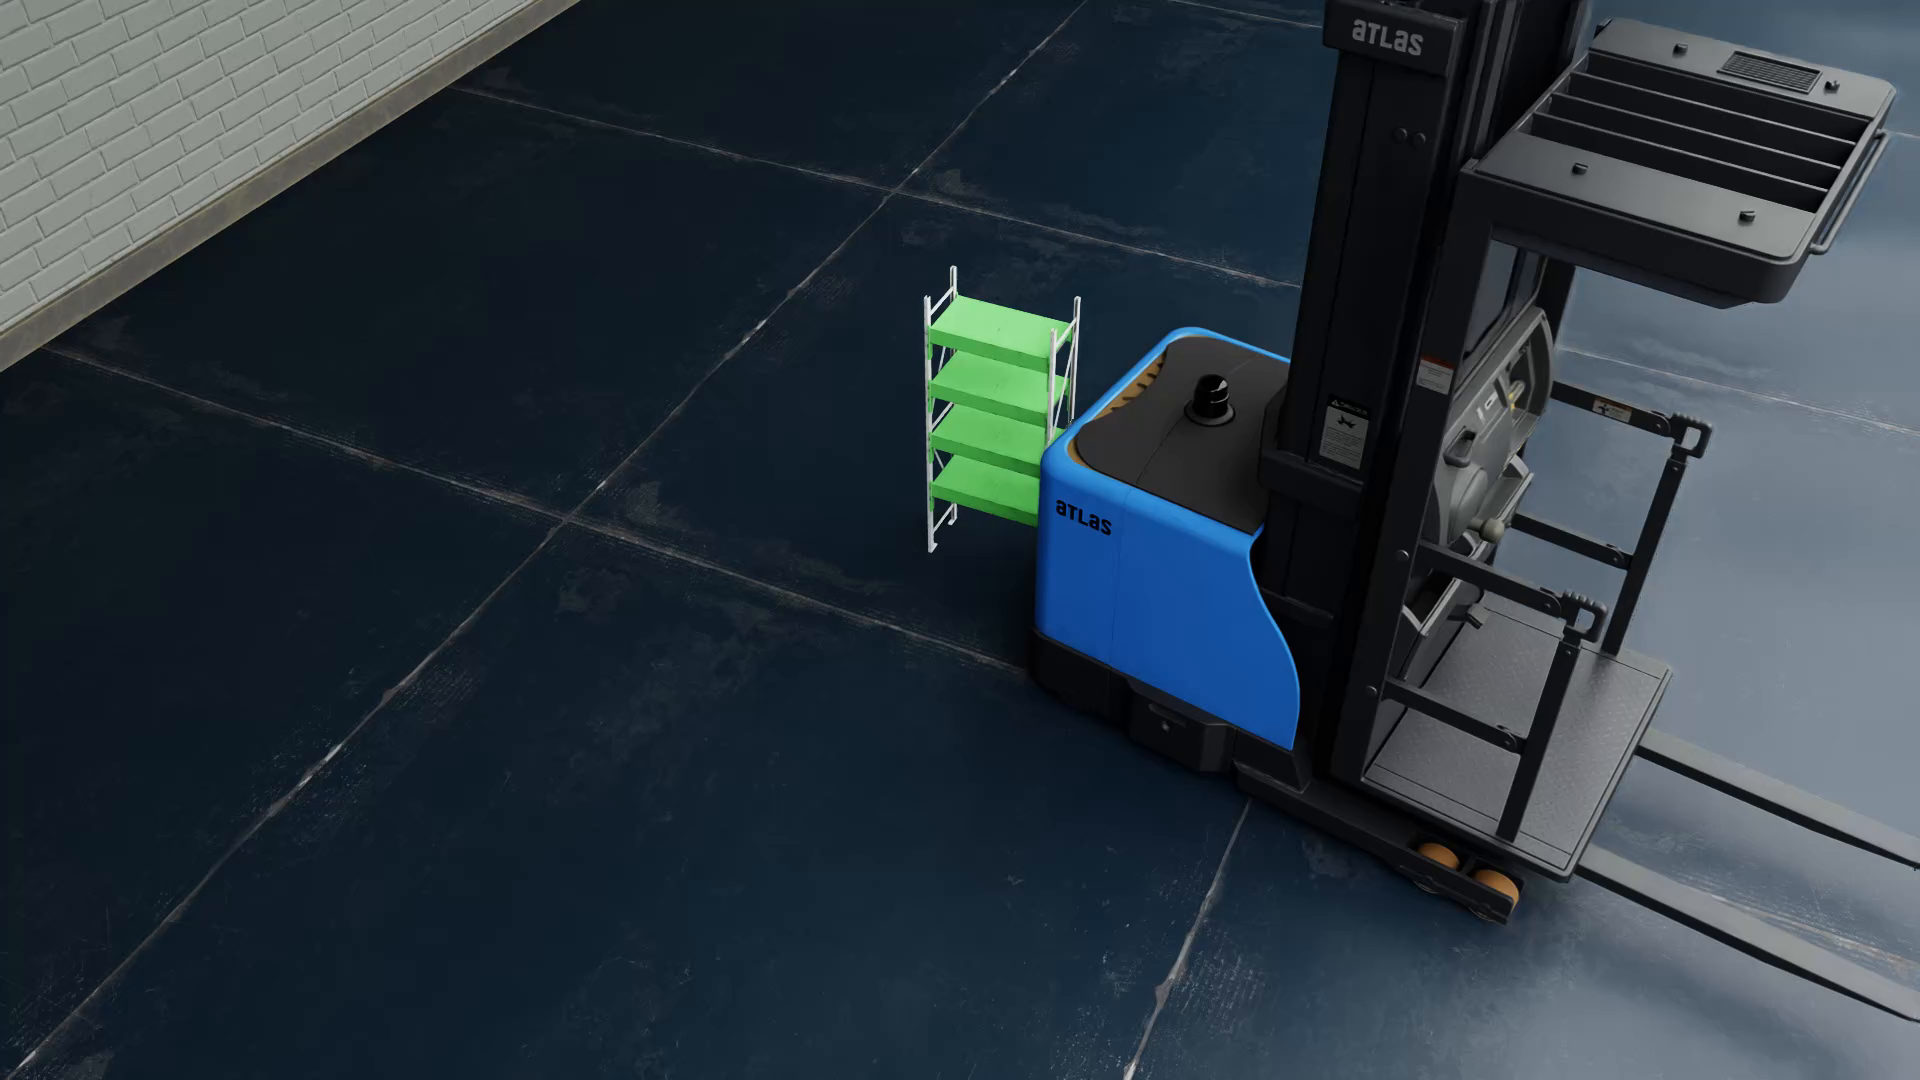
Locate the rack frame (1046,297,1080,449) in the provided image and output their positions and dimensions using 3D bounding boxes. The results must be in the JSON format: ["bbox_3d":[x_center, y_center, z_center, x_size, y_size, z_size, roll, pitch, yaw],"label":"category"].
[{"bbox_3d":[0.371,-0.340,6.226,0.015,1.200,0.240,17,44,19],"label":"rack frame"}]

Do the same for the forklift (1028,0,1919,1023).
[{"bbox_3d":[1.752,-0.285,4.841,3.031,2.935,1.130,24,46,25],"label":"forklift"}]

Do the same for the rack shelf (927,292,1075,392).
[{"bbox_3d":[0.150,-0.722,6.032,0.480,0.148,0.258,17,44,19],"label":"rack shelf"}]

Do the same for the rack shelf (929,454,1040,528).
[{"bbox_3d":[0.150,-0.178,6.503,0.480,0.148,0.258,17,44,19],"label":"rack shelf"}]

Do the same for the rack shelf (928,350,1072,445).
[{"bbox_3d":[0.150,-0.541,6.189,0.480,0.148,0.258,17,44,19],"label":"rack shelf"}]

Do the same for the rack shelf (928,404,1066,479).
[{"bbox_3d":[0.150,-0.359,6.346,0.480,0.148,0.258,17,44,19],"label":"rack shelf"}]

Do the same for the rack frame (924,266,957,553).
[{"bbox_3d":[-0.071,-0.475,6.382,0.015,1.200,0.240,17,44,19],"label":"rack frame"}]

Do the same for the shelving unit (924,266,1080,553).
[{"bbox_3d":[0.150,-0.408,6.304,0.503,1.200,0.258,17,44,19],"label":"shelving unit"}]
